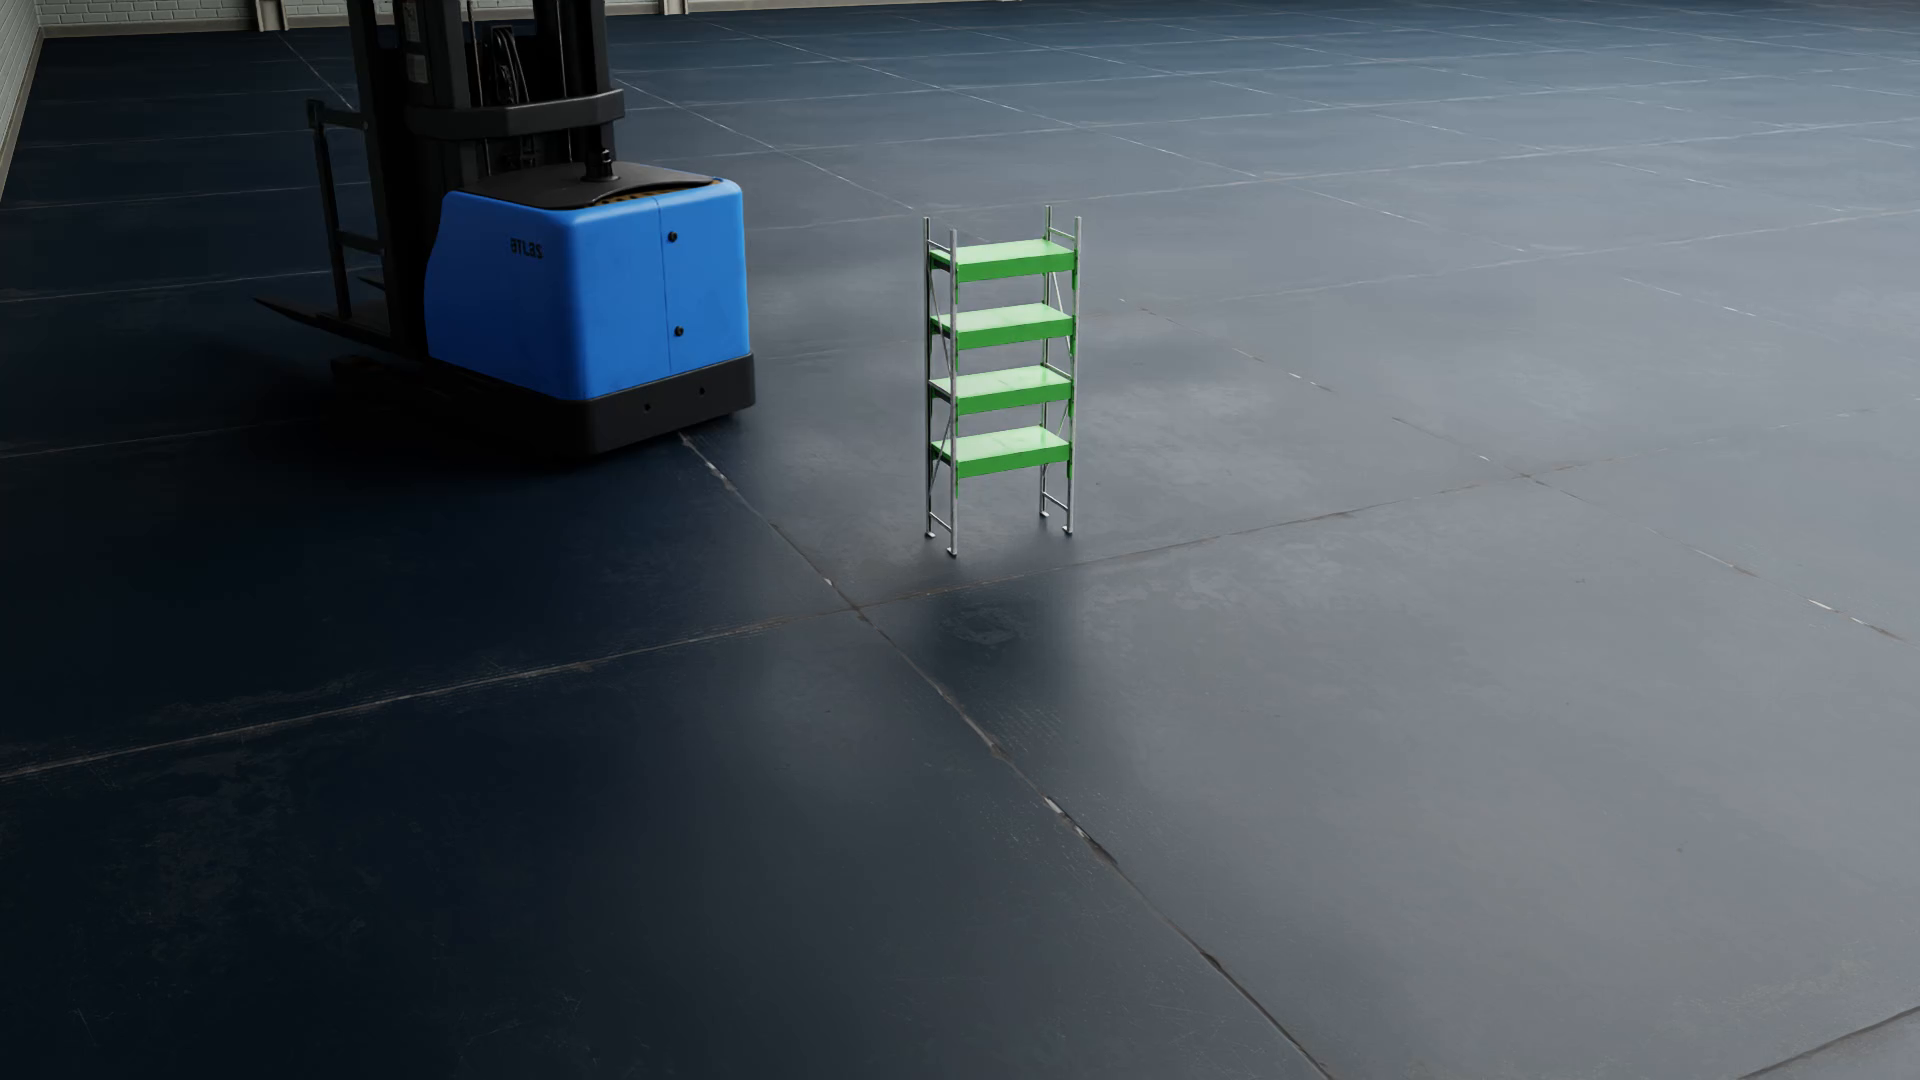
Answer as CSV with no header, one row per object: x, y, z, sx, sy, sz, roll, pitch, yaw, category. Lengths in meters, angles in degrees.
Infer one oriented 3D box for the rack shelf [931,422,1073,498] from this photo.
0.149,-0.301,6.203,0.480,0.148,0.258,-10,25,-24,rack shelf

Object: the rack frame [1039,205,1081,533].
0.369,-0.622,6.185,0.015,1.200,0.240,-10,25,-24,rack frame

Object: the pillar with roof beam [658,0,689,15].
-2.704,-11.081,21.254,0.400,9.000,9.100,-10,25,-24,pillar with roof beam

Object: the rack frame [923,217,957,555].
-0.071,-0.541,5.989,0.015,1.200,0.240,-10,25,-24,rack frame

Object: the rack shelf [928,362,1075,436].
0.149,-0.523,6.111,0.480,0.148,0.258,-10,25,-24,rack shelf

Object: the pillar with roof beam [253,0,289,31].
-8.111,-10.086,18.850,0.400,9.000,9.100,-10,25,-24,pillar with roof beam

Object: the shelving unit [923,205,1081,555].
0.149,-0.582,6.087,0.503,1.200,0.258,-10,25,-24,shelving unit

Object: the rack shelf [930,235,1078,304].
0.149,-0.966,5.928,0.480,0.148,0.258,-10,25,-24,rack shelf

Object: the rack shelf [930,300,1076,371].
0.149,-0.745,6.019,0.480,0.148,0.258,-10,25,-24,rack shelf

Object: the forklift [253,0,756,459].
-2.371,-2.146,7.602,3.031,2.935,1.130,18,29,37,forklift
